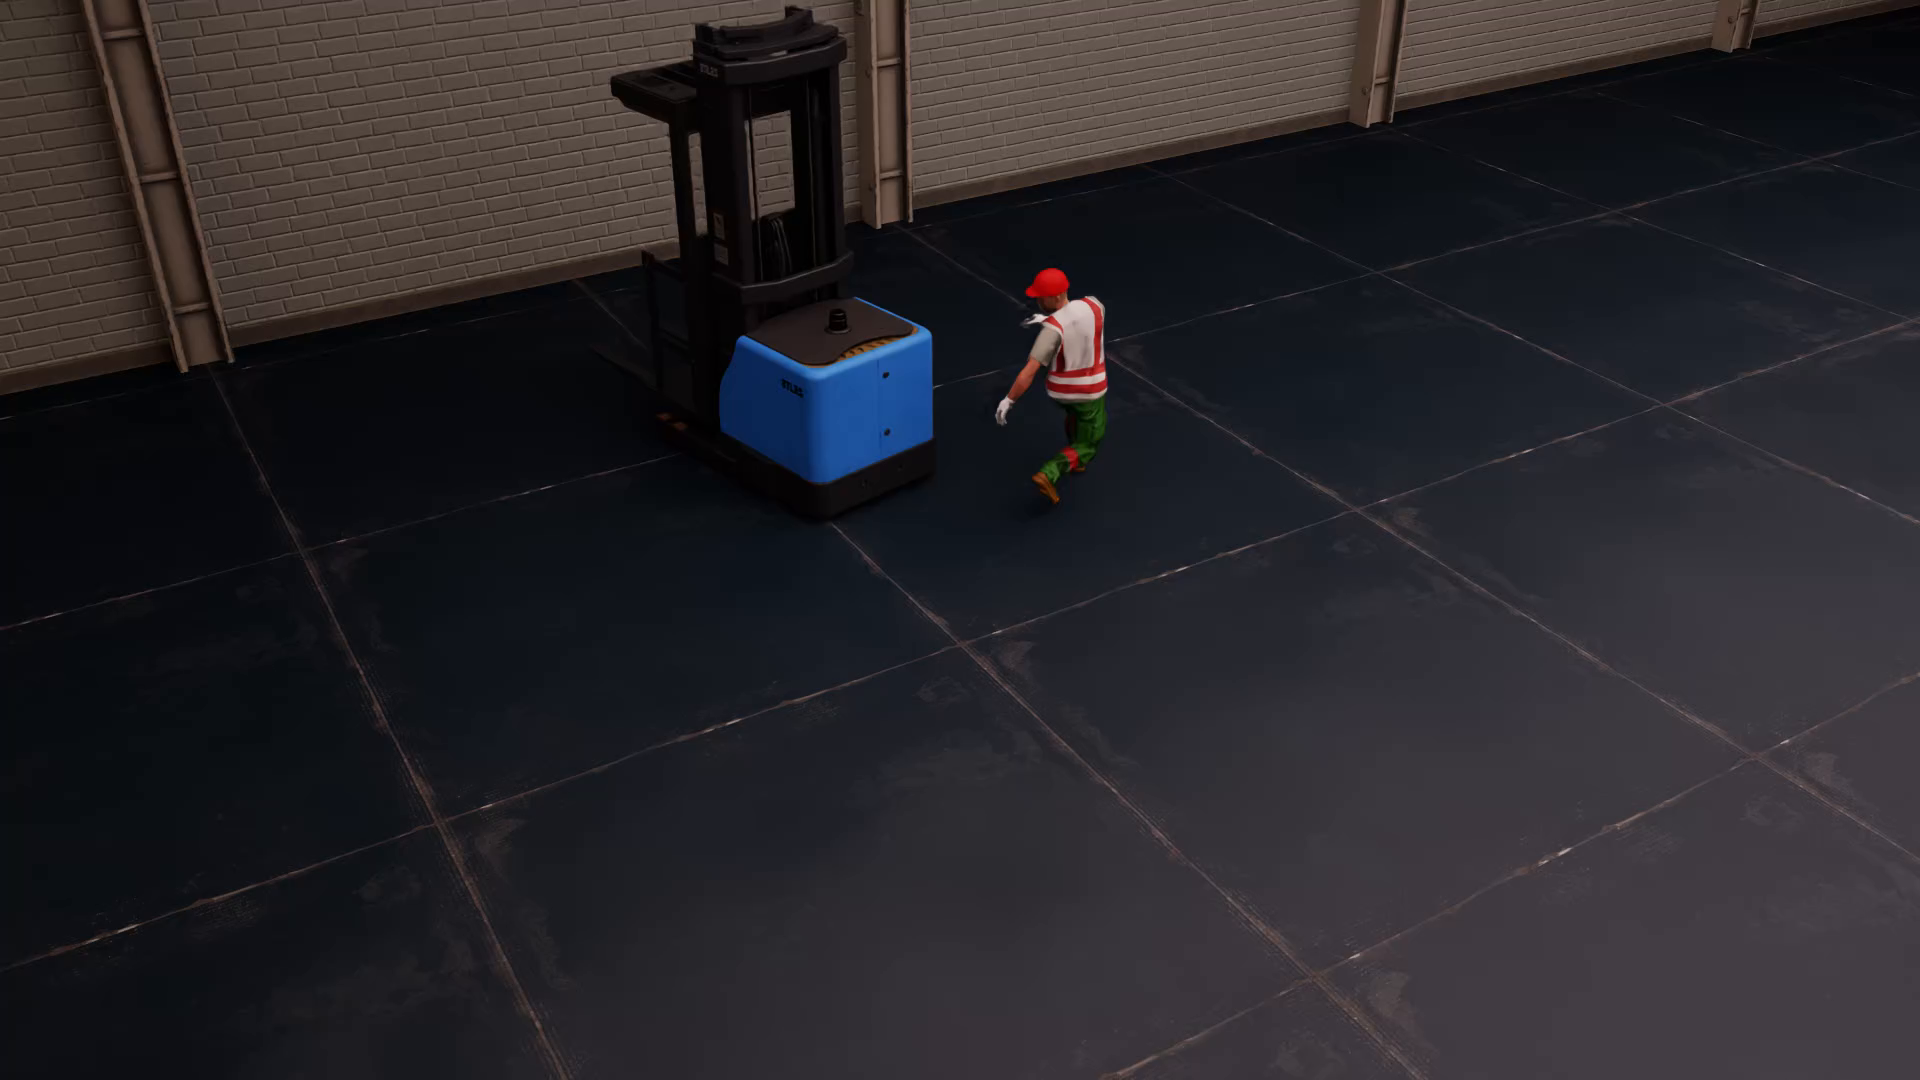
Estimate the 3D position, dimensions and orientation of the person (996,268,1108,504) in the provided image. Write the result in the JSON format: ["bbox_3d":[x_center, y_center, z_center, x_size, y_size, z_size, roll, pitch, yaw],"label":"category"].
[{"bbox_3d":[0.616,-1.016,10.759,0.686,1.547,0.949,5,31,9],"label":"person"}]

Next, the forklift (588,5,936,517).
[{"bbox_3d":[-1.531,-2.071,11.106,1.130,2.935,3.031,-25,39,-36],"label":"forklift"}]
